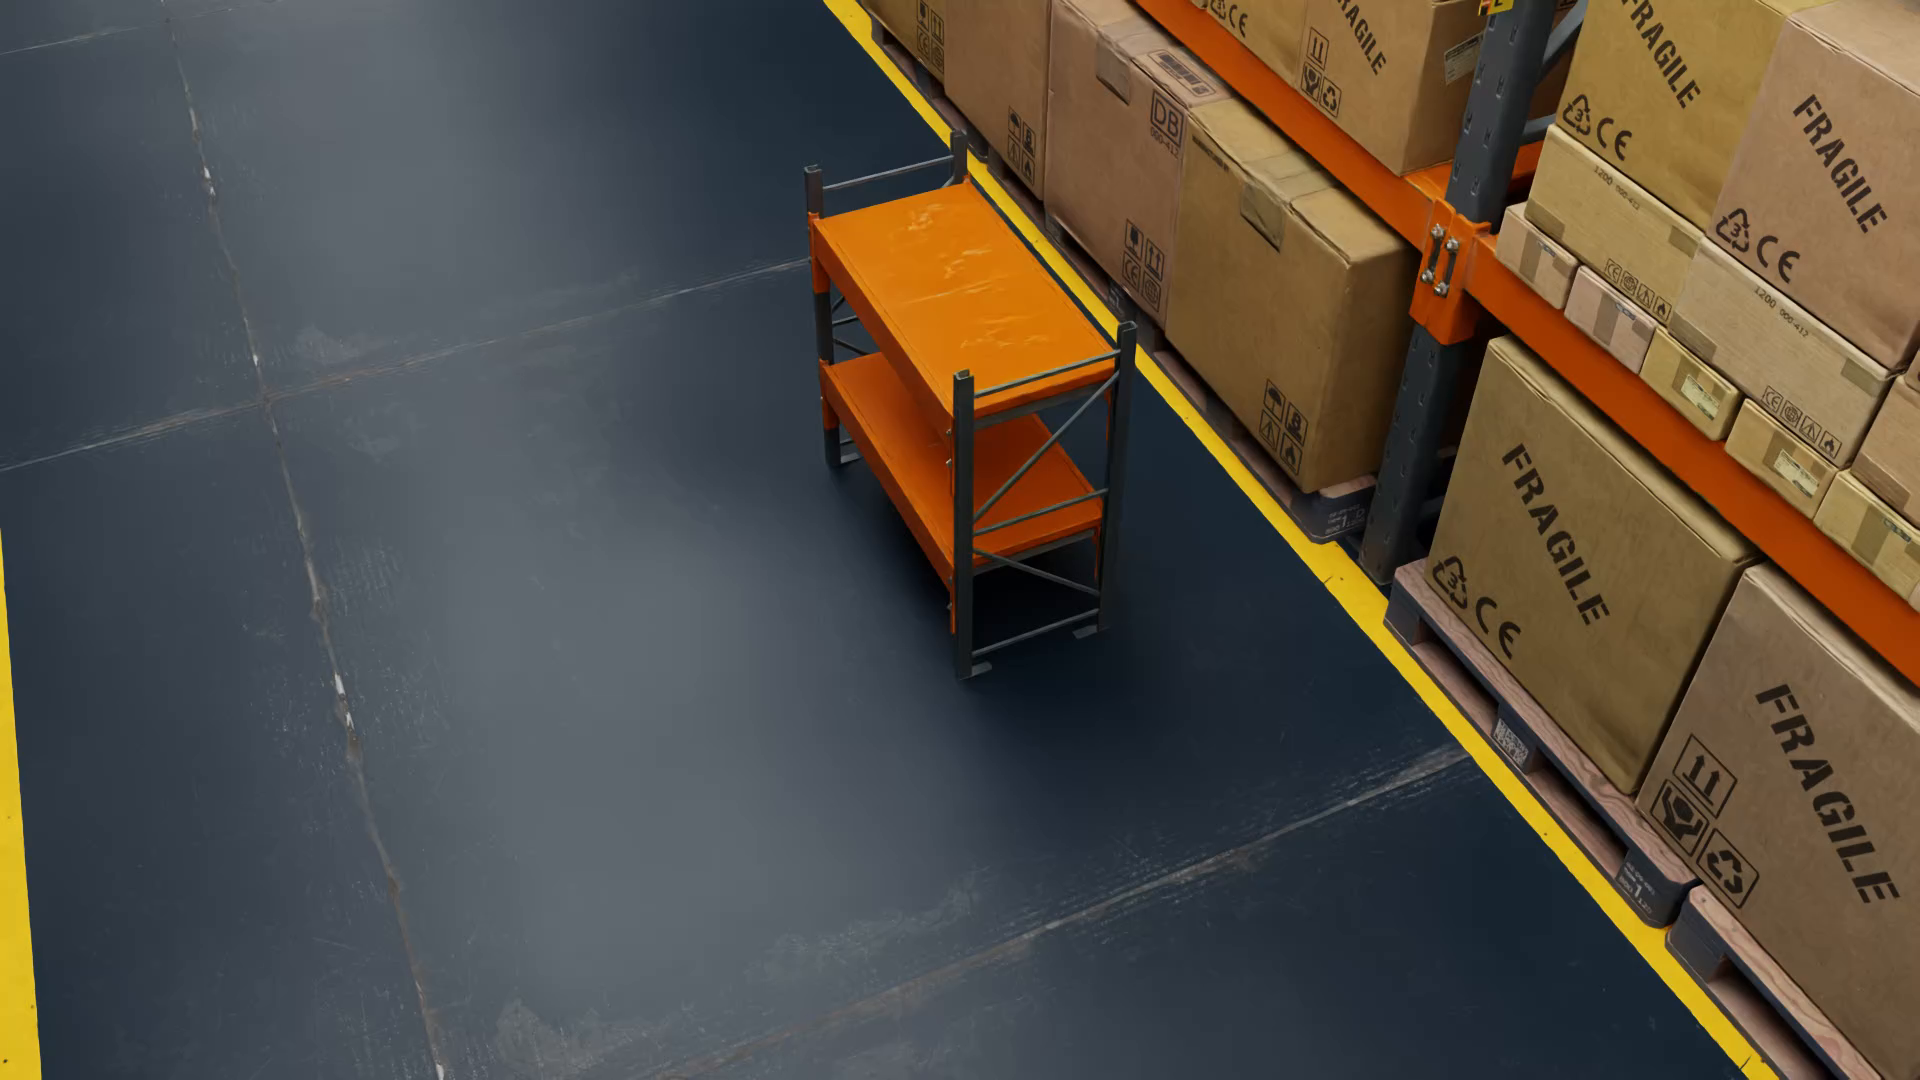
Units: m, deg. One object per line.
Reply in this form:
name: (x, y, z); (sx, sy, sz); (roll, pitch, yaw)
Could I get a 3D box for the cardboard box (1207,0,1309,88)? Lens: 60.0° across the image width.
cardboard box: (1.067, -1.675, 4.741); (0.500, 0.500, 0.500); (-17, 47, -16)

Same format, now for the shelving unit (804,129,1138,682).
shelving unit: (0.003, -0.396, 4.851); (0.538, 1.125, 1.048); (-18, 47, -17)

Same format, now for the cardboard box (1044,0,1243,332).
cardboard box: (1.050, -1.469, 5.817); (1.225, 0.875, 0.875); (-20, 48, -19)

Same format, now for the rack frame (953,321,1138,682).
rack frame: (0.217, -0.072, 4.522); (0.500, 1.125, 0.032); (-18, 47, -17)

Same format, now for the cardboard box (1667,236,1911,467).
cardboard box: (1.878, -0.462, 3.478); (0.500, 0.250, 0.500); (-18, 47, -18)

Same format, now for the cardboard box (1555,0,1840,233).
cardboard box: (1.683, -1.043, 3.533); (0.500, 0.500, 0.500); (-18, 47, -17)

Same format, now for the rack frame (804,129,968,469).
rack frame: (-0.211, -0.720, 5.179); (0.500, 1.125, 0.032); (-18, 47, -17)

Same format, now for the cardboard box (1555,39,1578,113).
cardboard box: (1.747, -1.507, 4.571); (0.500, 0.500, 0.500); (-18, 47, -17)

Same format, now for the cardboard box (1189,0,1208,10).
cardboard box: (0.841, -2.006, 5.076); (0.500, 0.500, 0.500); (-19, 48, -18)

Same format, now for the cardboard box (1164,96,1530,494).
cardboard box: (1.426, -0.900, 5.240); (1.225, 0.875, 0.875); (-18, 47, -17)

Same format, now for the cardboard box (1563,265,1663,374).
cardboard box: (1.647, -0.561, 3.862); (0.380, 0.149, 0.250); (-20, 48, -19)

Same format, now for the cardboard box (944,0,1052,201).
cardboard box: (0.671, -2.031, 6.386); (1.225, 0.875, 0.875); (-18, 47, -17)

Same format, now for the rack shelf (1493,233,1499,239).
rack shelf: (2.554, 0.356, 3.126); (0.919, 0.124, 3.809); (-18, 47, -17)

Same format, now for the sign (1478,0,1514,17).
sign: (1.225, -1.322, 3.686); (0.100, 0.325, 0.005); (-18, 47, -17)

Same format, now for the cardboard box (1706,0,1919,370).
cardboard box: (1.883, -0.727, 3.213); (0.500, 0.500, 0.500); (-18, 47, -17)

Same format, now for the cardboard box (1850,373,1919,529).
cardboard box: (2.101, -0.134, 3.145); (0.500, 0.250, 0.500); (-17, 47, -16)

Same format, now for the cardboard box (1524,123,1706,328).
cardboard box: (1.673, -0.780, 3.800); (0.500, 0.250, 0.500); (-19, 48, -18)

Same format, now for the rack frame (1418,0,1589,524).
rack frame: (1.711, -1.104, 4.233); (0.949, 2.616, 0.053); (-18, 47, -17)

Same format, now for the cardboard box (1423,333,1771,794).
cardboard box: (1.918, -0.054, 4.382); (0.875, 0.875, 0.875); (-18, 47, -17)

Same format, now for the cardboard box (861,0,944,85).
cardboard box: (0.303, -2.601, 6.964); (1.225, 0.875, 0.875); (-20, 48, -19)

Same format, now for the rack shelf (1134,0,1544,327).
rack shelf: (0.873, -2.123, 5.778); (1.077, 0.370, 4.000); (-18, 47, -17)

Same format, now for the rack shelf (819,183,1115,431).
rack shelf: (0.003, -0.657, 4.593); (0.459, 0.093, 0.952); (-18, 47, -17)

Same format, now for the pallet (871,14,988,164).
pallet: (0.295, -2.136, 7.265); (1.003, 0.211, 1.213); (-18, 47, -17)

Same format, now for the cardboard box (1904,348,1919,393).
cardboard box: (2.106, -0.397, 2.878); (0.500, 0.500, 0.500); (-19, 48, -19)

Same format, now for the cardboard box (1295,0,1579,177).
cardboard box: (1.269, -1.358, 4.419); (0.500, 0.500, 0.500); (-18, 47, -17)

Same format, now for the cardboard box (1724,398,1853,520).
cardboard box: (1.870, -0.226, 3.523); (0.380, 0.149, 0.250); (-19, 48, -18)

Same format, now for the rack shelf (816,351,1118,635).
rack shelf: (0.003, -0.222, 5.022); (0.538, 0.278, 1.000); (-18, 47, -17)

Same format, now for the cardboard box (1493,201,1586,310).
cardboard box: (1.536, -0.729, 4.032); (0.380, 0.149, 0.250); (-18, 47, -17)

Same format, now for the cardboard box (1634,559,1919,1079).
cardboard box: (2.297, 0.520, 3.801); (0.875, 0.875, 0.875); (-18, 47, -17)

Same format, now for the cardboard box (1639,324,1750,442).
cardboard box: (1.758, -0.393, 3.692); (0.380, 0.149, 0.250); (-17, 47, -16)
